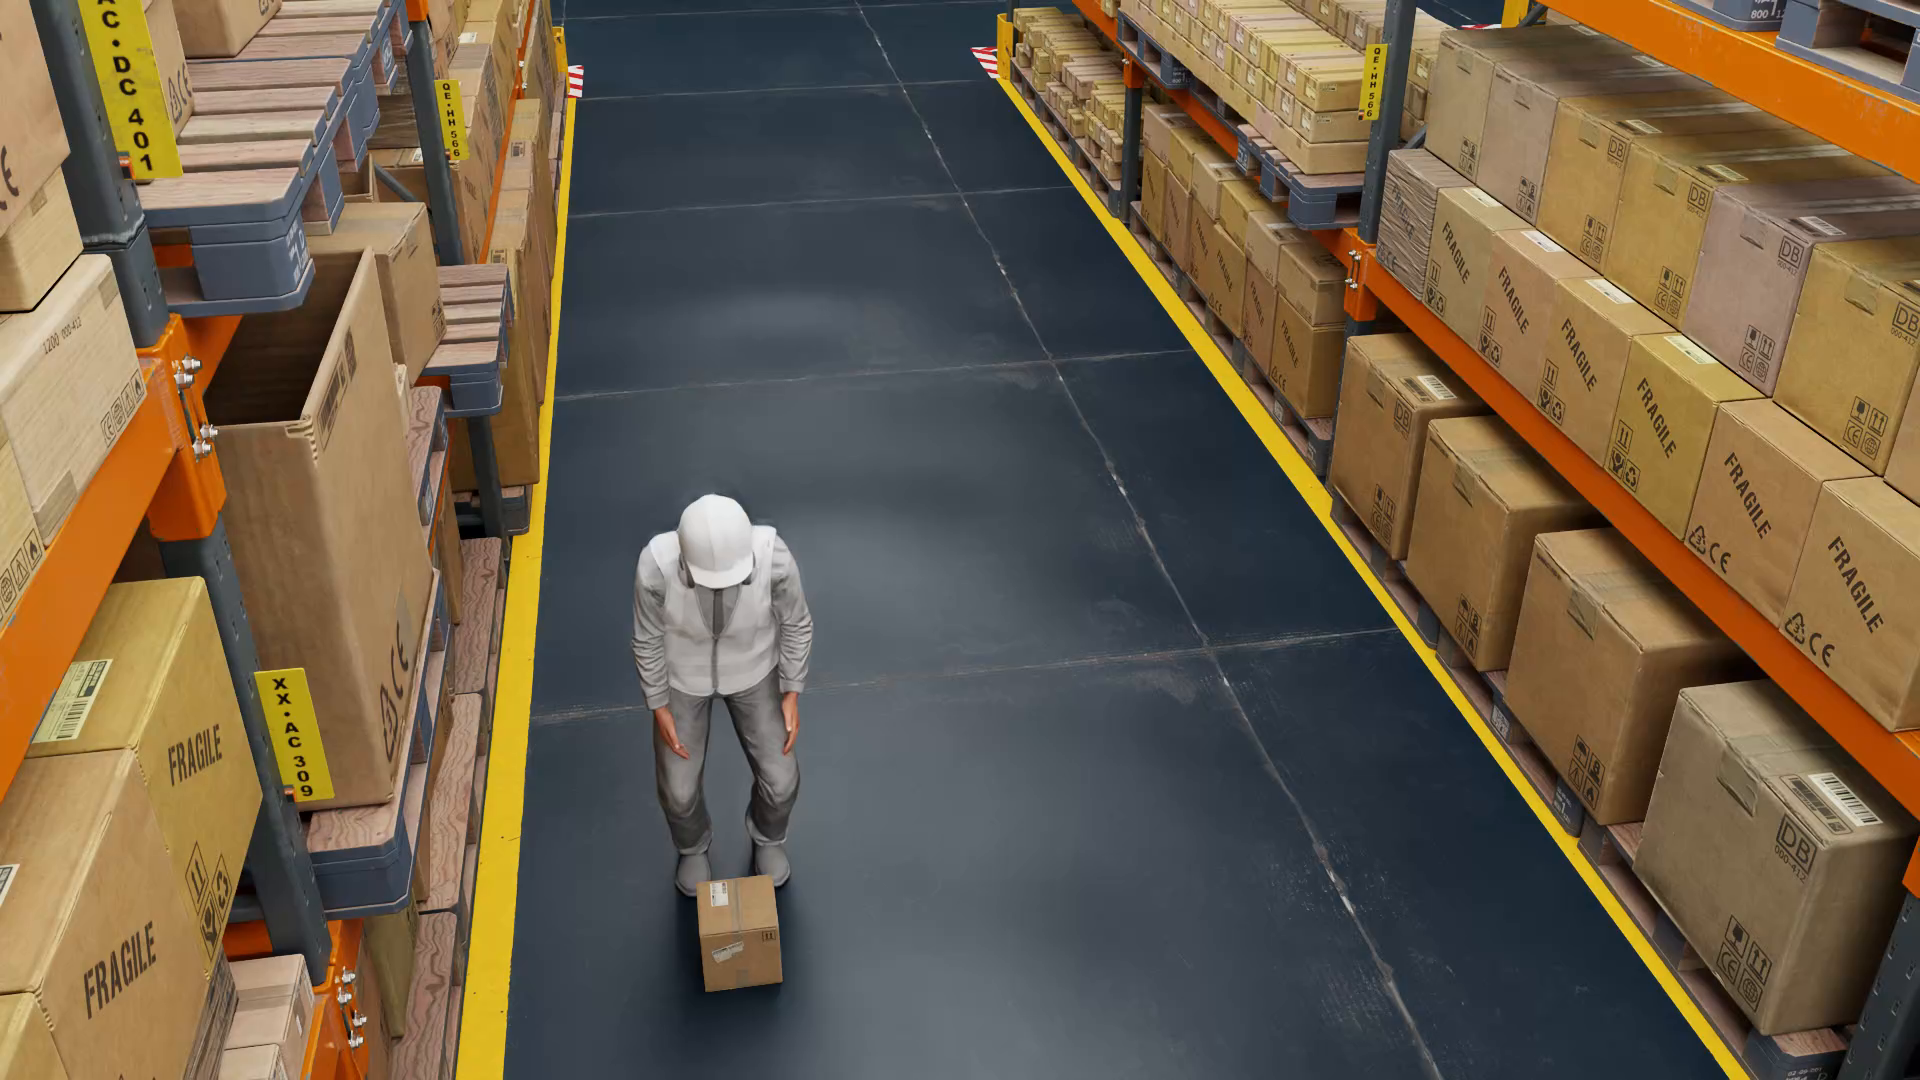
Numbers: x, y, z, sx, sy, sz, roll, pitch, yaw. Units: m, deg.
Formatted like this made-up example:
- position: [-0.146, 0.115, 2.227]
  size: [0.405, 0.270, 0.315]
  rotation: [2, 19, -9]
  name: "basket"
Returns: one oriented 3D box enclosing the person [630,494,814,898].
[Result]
- position: [-0.766, 0.478, 5.467]
  size: [0.583, 1.607, 0.627]
  rotation: [-5, 31, -8]
  name: "person"
